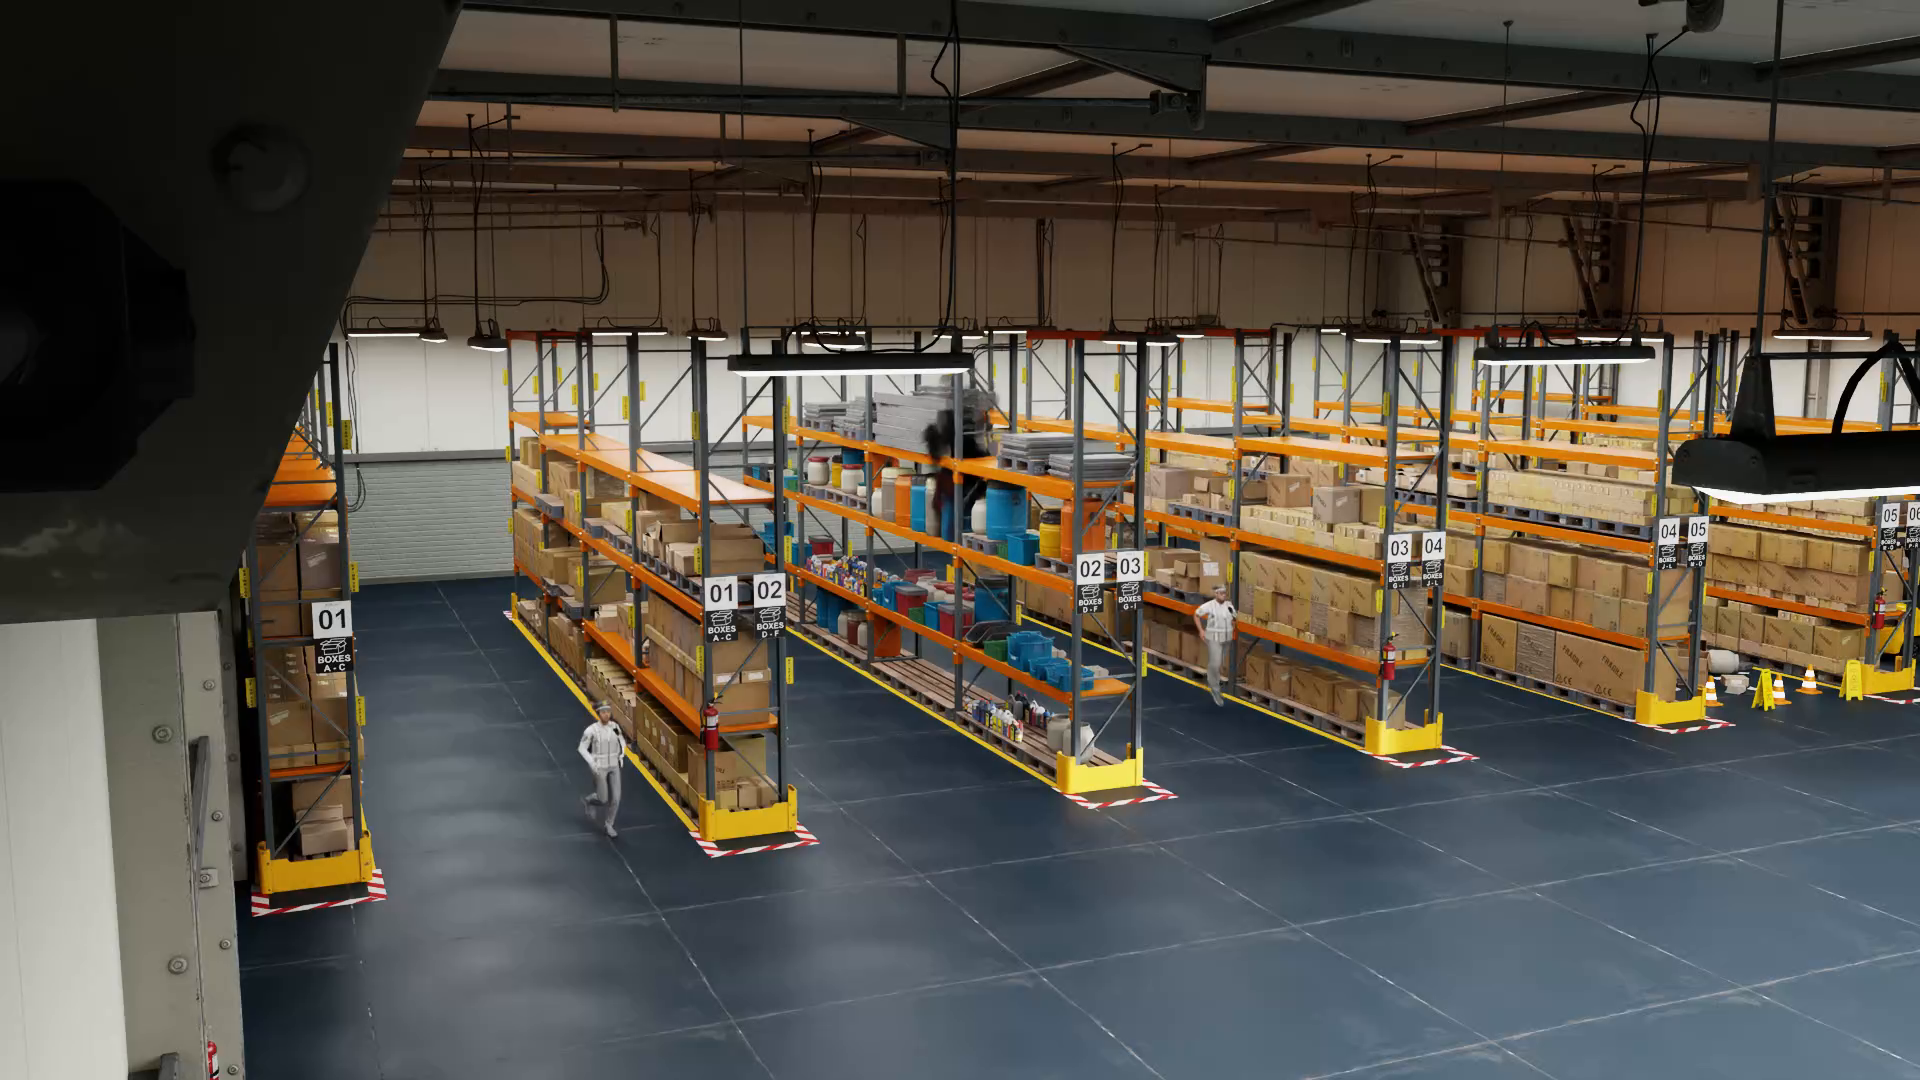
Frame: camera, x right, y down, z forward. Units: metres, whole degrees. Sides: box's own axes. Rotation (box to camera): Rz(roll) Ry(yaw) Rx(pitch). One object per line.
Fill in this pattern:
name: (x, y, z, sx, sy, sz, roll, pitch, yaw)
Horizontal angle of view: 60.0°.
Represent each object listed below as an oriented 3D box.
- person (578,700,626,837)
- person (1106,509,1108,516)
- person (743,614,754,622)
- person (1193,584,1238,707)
person: (-4.341, 2.763, 20.350, 0.608, 1.649, 0.613, -5, 9, -35)
person: (3.352, 0.074, 39.554, 0.744, 1.742, 0.967, 1, 8, 6)
person: (-3.853, 1.500, 29.747, 0.498, 1.638, 0.782, -6, 10, -36)
person: (4.102, 1.635, 26.233, 0.633, 1.918, 0.724, -4, 9, -29)
